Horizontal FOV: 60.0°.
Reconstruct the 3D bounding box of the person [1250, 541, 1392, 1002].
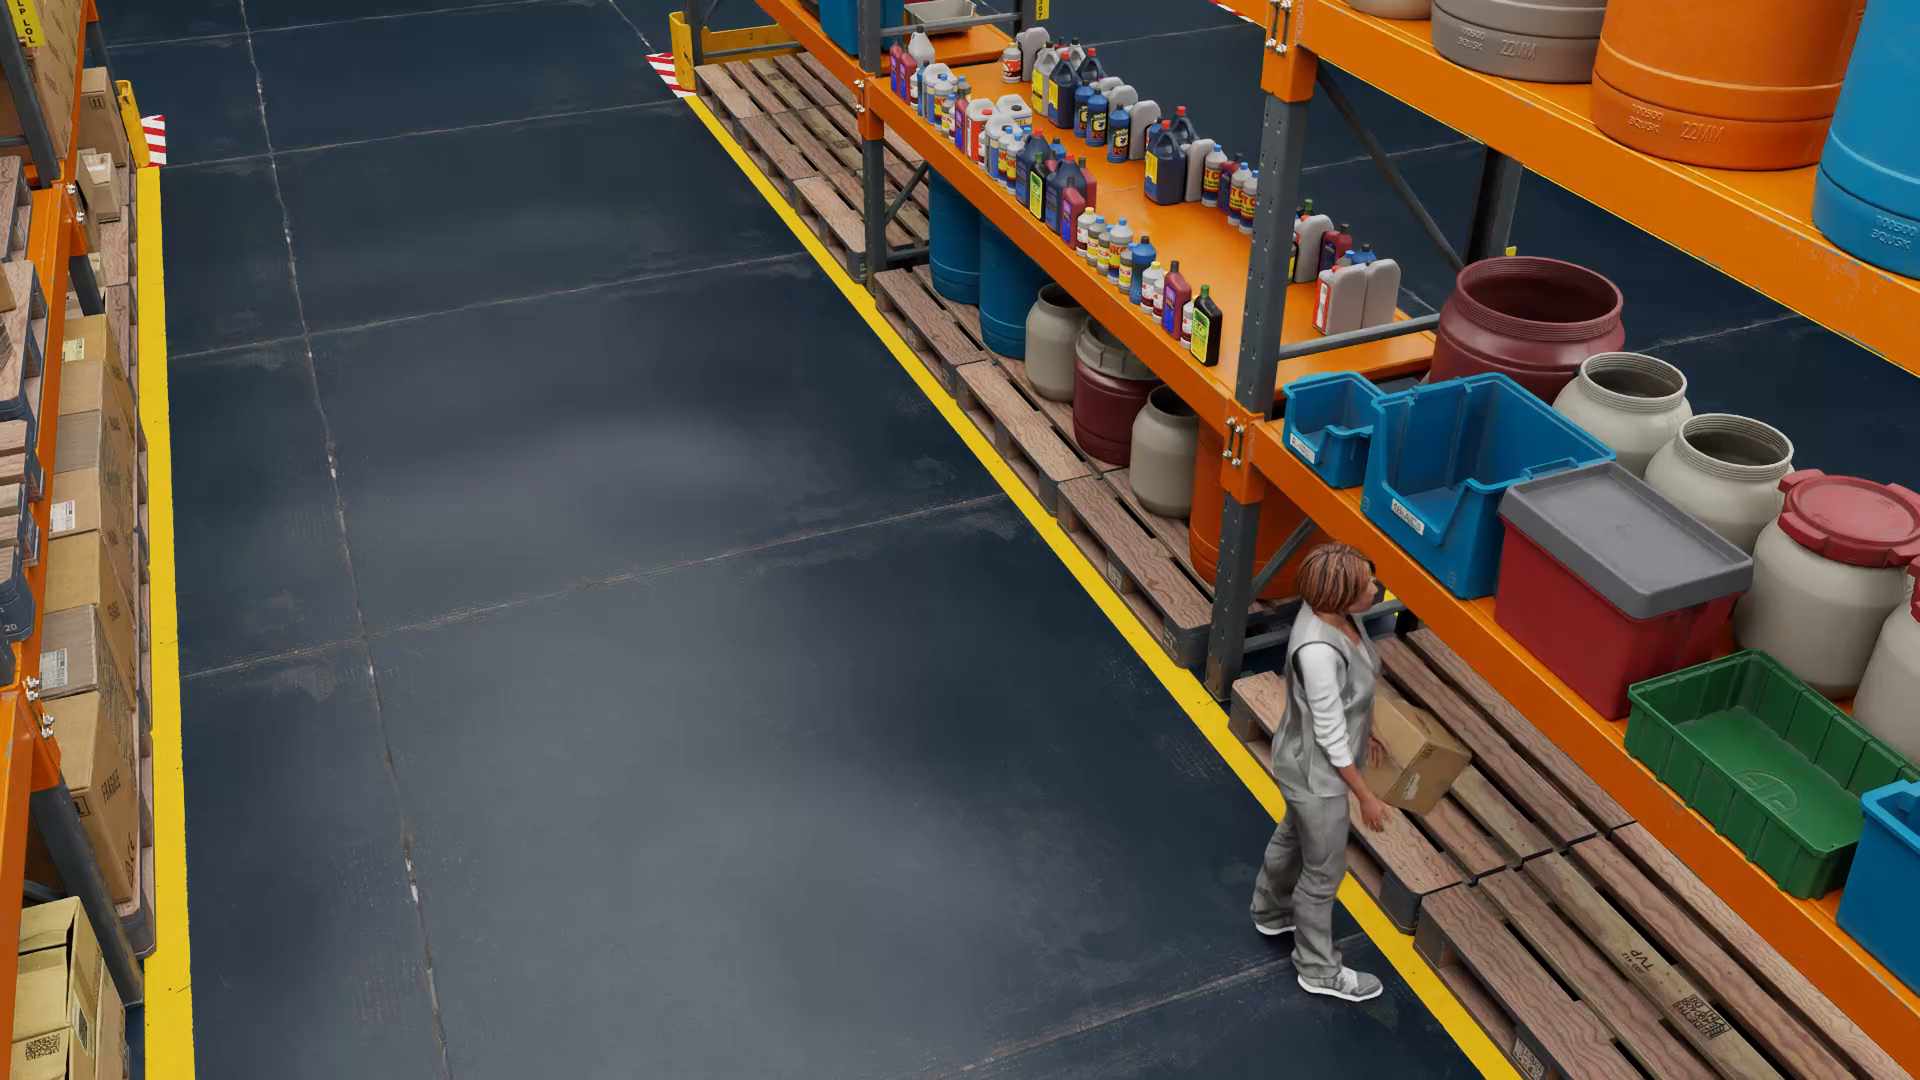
[{"bbox_3d":[1.181,0.695,5.094,0.457,1.600,0.456,8,35,12],"label":"person"}]
